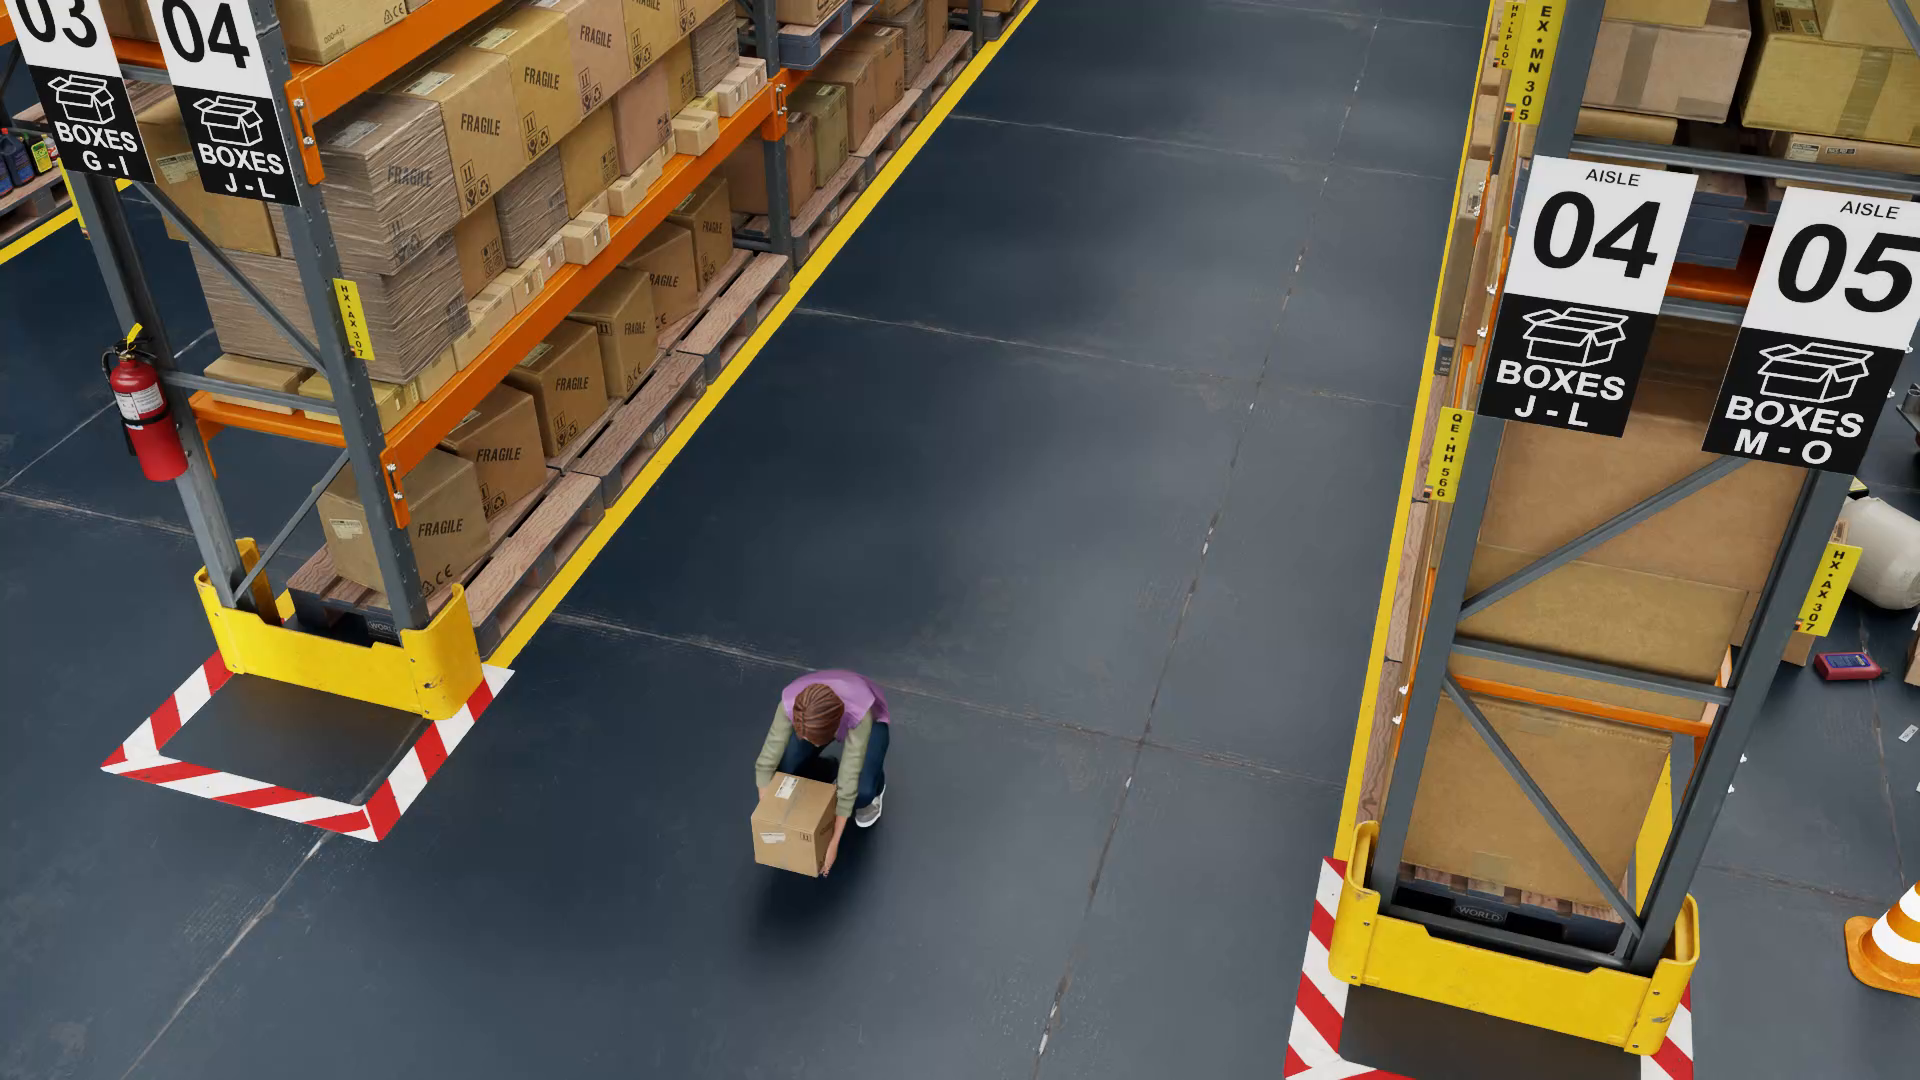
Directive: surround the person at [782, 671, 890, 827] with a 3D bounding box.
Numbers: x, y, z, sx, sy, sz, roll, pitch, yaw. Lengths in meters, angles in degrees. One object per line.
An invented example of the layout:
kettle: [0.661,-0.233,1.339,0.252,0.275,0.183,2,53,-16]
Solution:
person: [-0.465,0.753,6.583,0.394,0.796,0.535,10,39,13]
